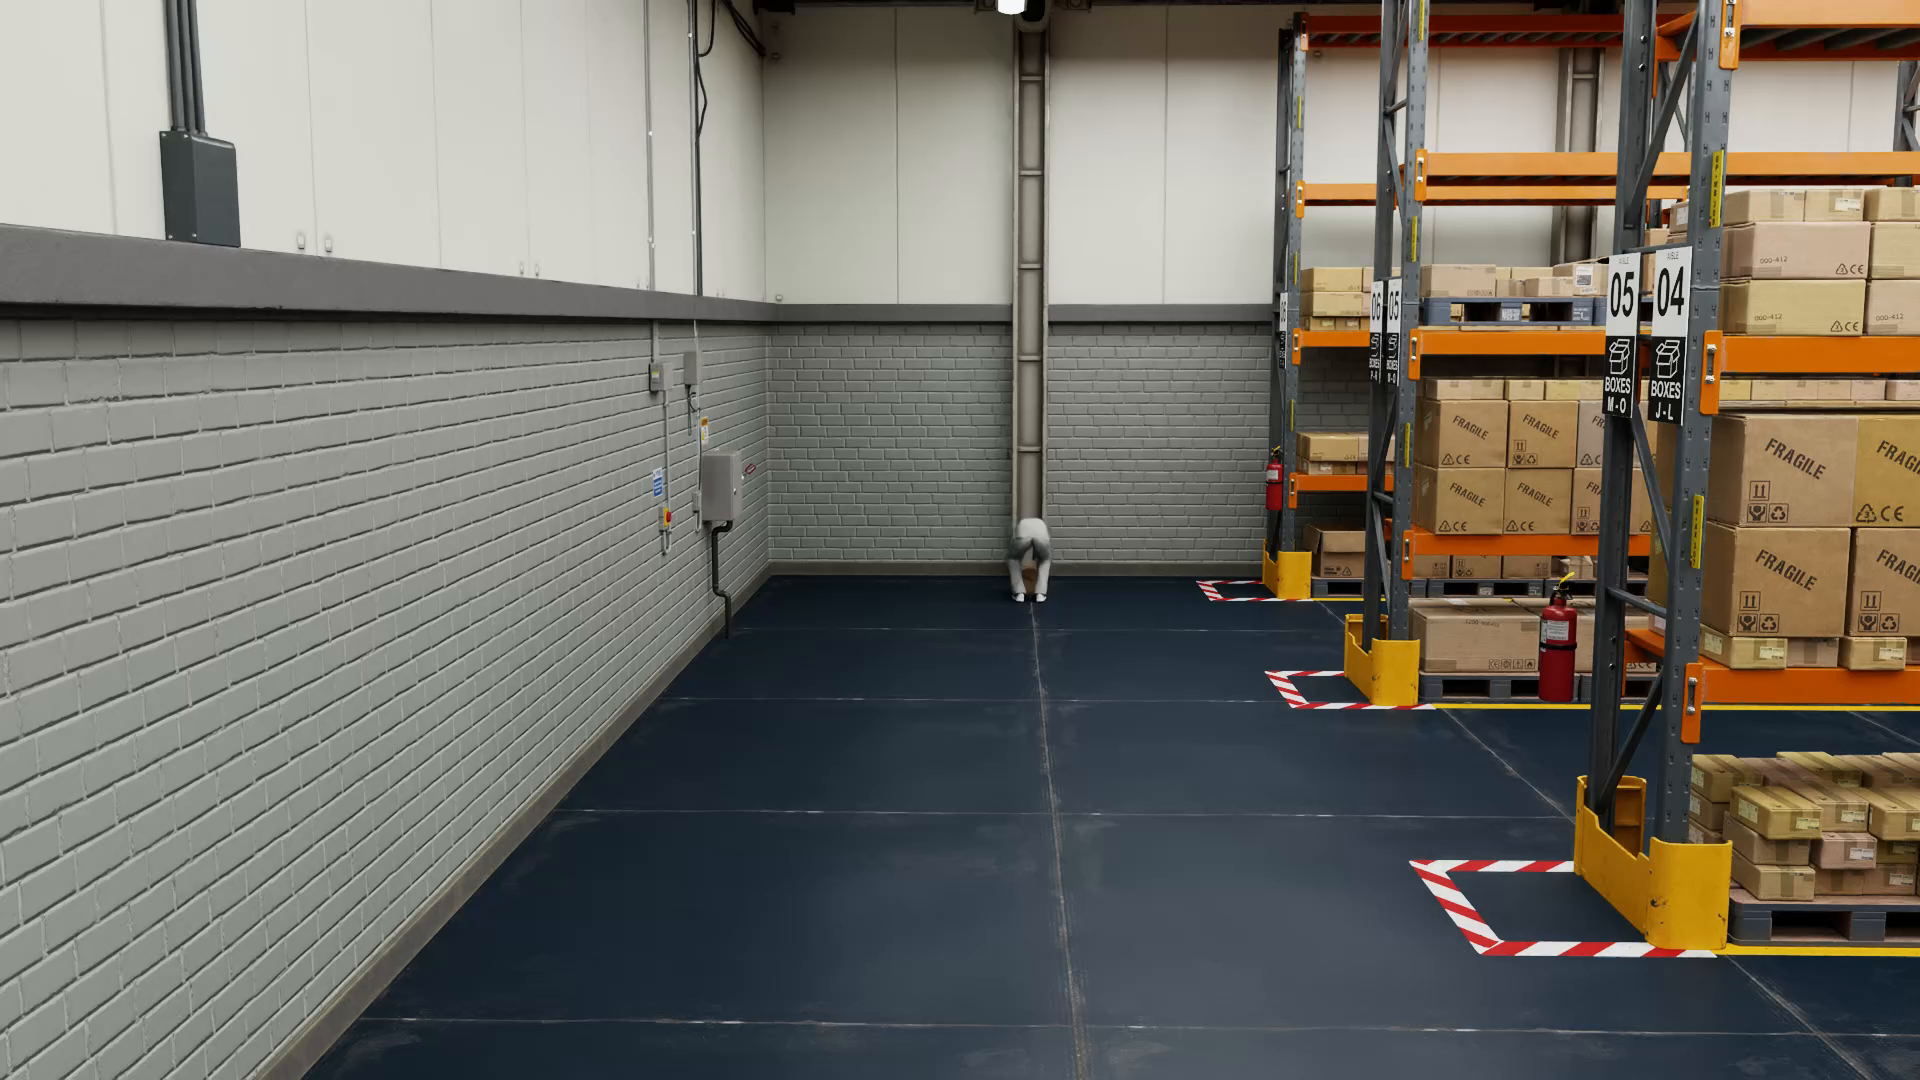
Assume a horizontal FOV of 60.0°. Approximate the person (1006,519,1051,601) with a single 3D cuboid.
[{"bbox_3d":[0.725,0.184,17.517,0.474,0.866,0.850,0,7,-1],"label":"person"}]
